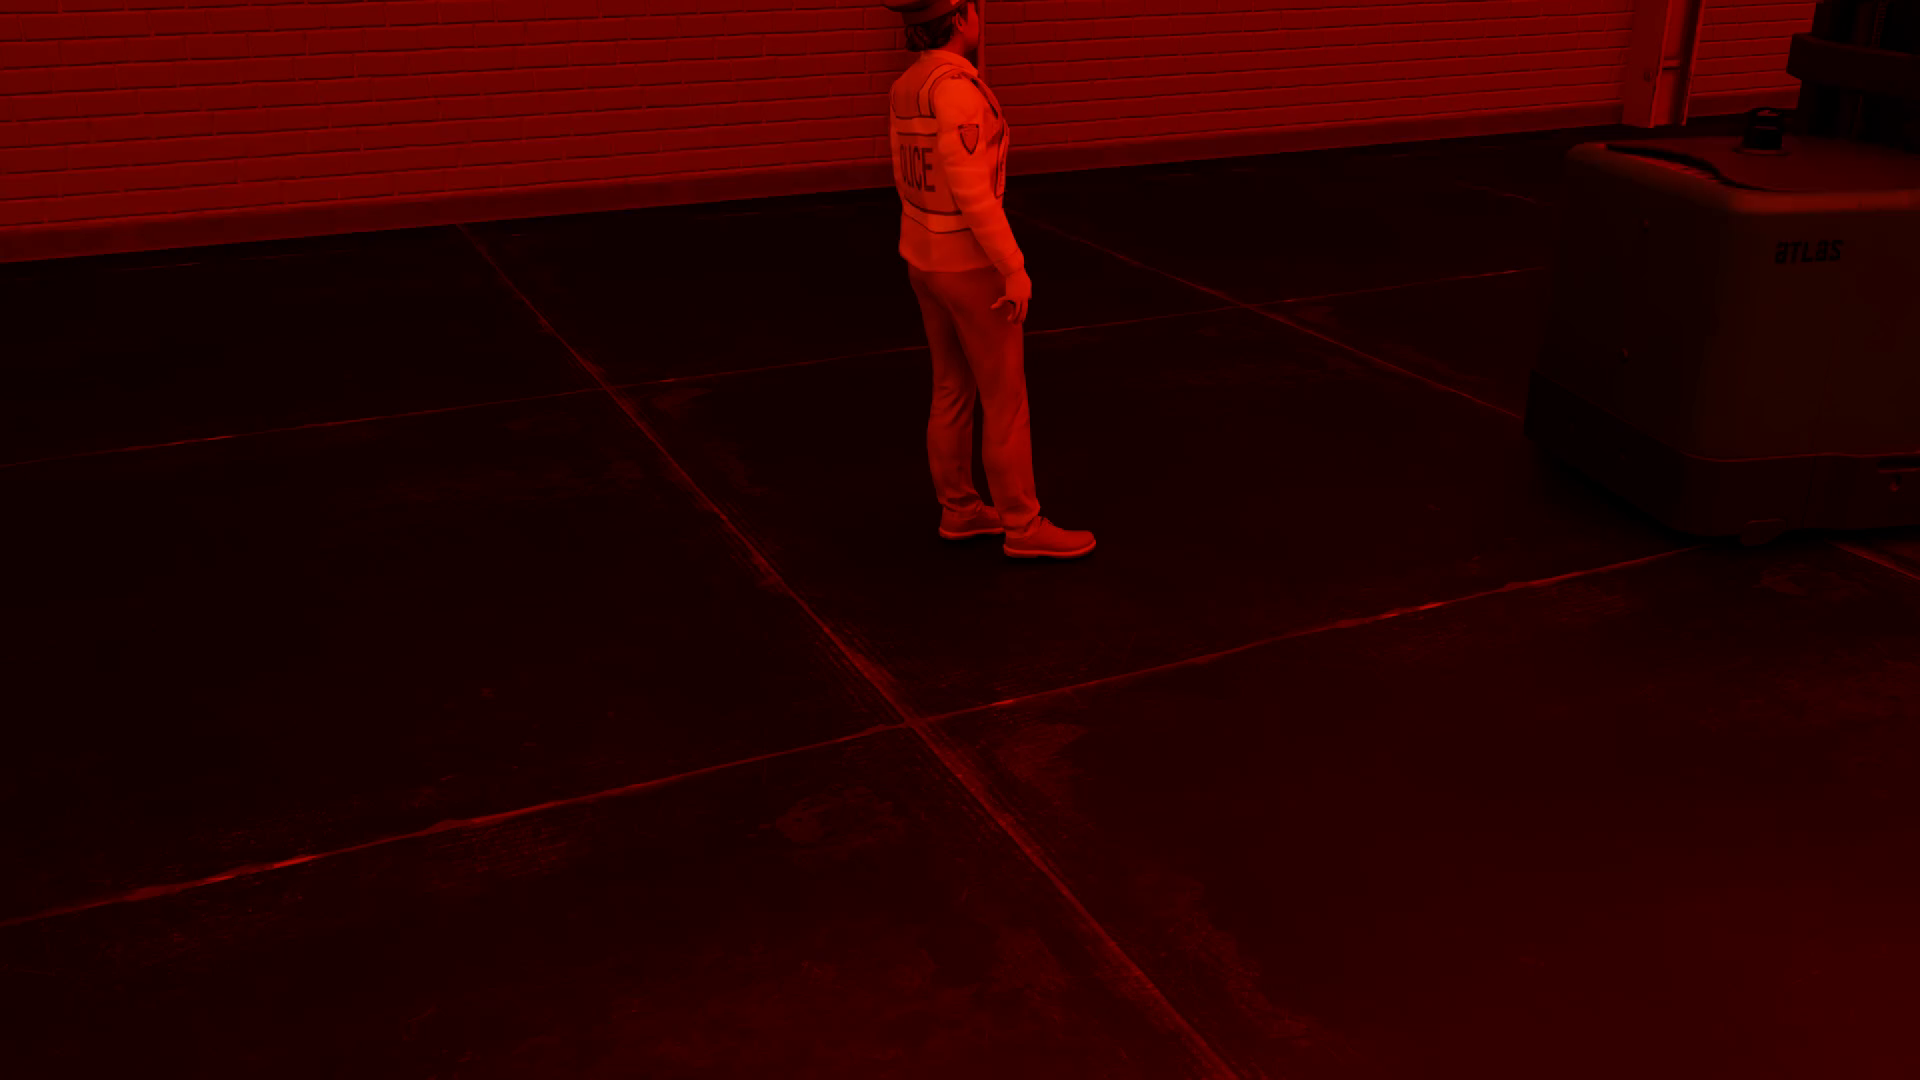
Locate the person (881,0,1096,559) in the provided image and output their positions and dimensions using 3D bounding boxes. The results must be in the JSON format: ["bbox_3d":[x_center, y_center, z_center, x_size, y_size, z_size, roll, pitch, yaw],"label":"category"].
[{"bbox_3d":[0.066,-0.798,4.800,0.530,1.694,0.586,-10,25,-23],"label":"person"}]

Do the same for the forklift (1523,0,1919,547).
[{"bbox_3d":[3.536,-1.601,5.140,3.031,2.935,1.130,-4,23,-10],"label":"forklift"}]
